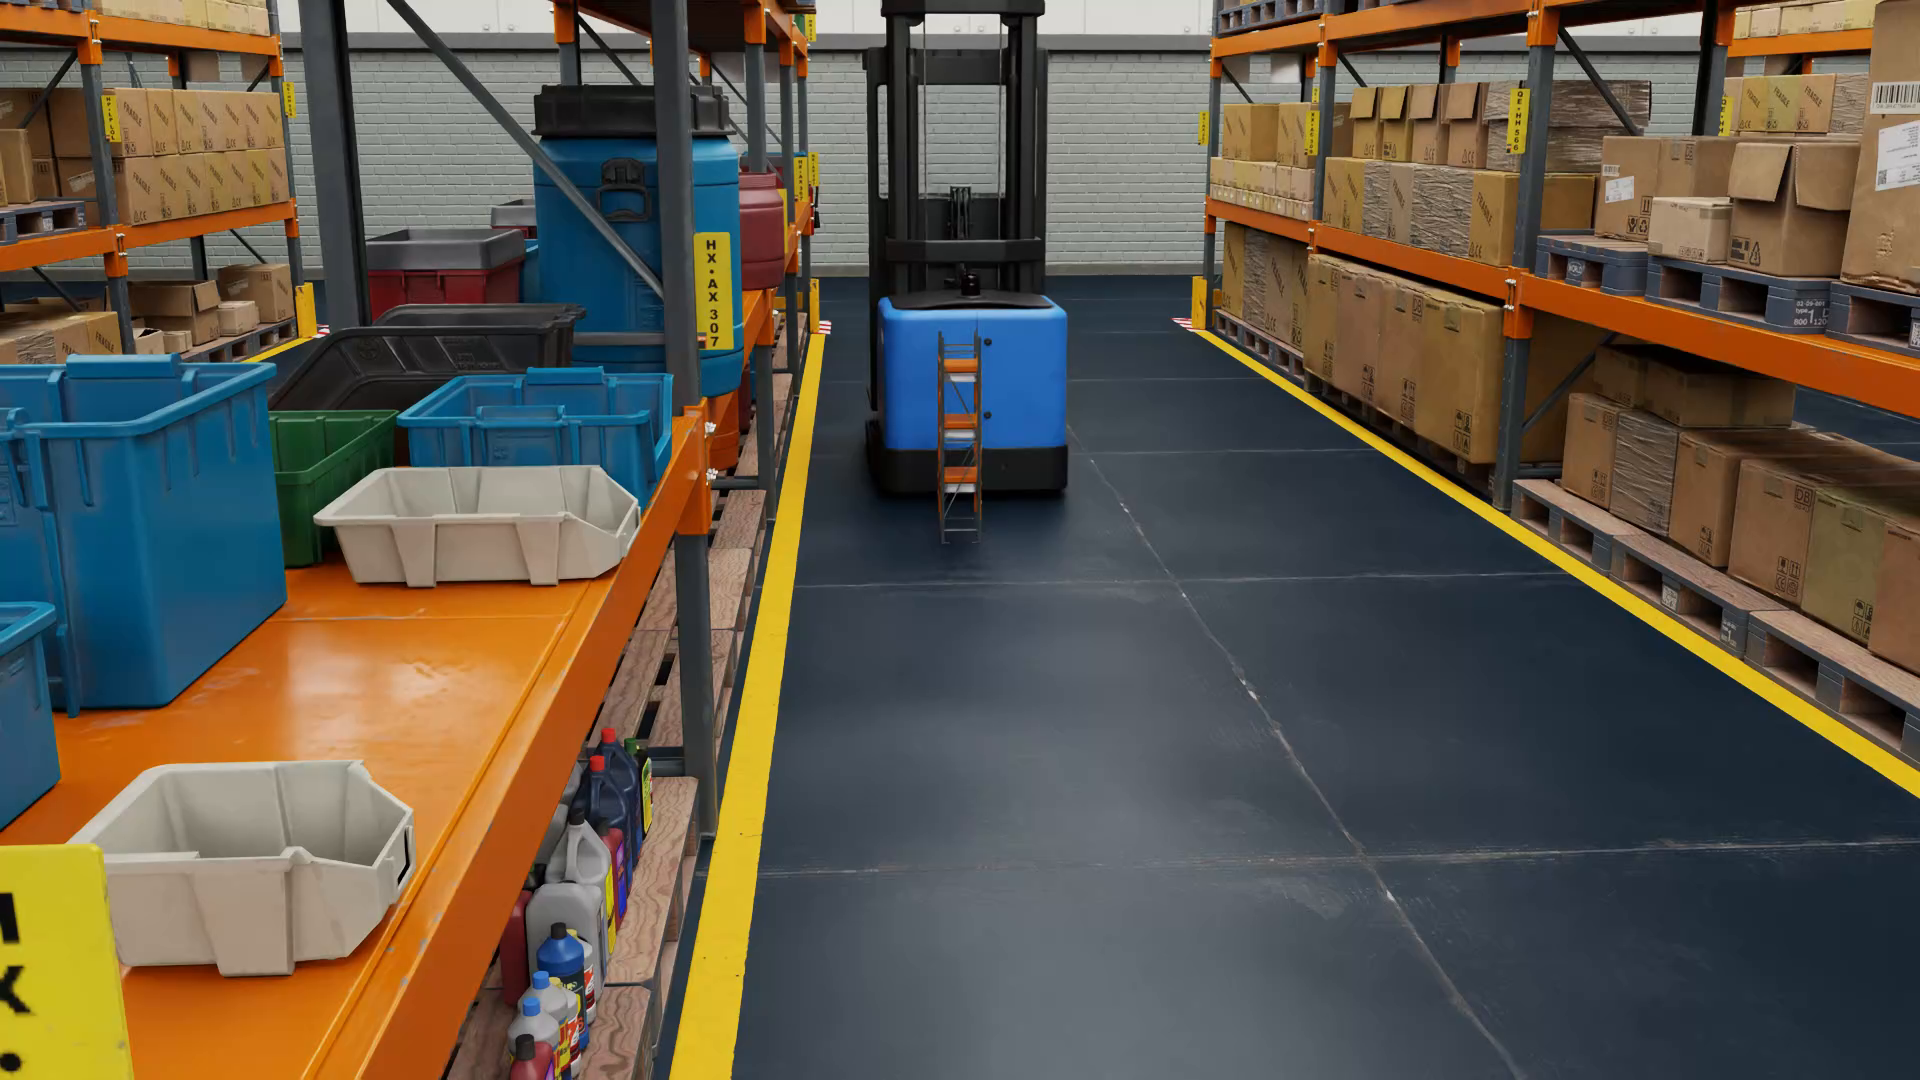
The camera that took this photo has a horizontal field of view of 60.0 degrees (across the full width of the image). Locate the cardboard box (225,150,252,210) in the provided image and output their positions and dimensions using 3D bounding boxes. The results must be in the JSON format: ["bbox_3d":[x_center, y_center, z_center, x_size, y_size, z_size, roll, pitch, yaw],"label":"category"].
[{"bbox_3d":[-6.566,-3.153,14.560,0.500,0.500,0.500,-1,14,-3],"label":"cardboard box"}]

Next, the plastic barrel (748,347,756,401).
[{"bbox_3d":[-1.674,-1.421,11.398,0.600,0.901,0.708,-1,14,-3],"label":"plastic barrel"}]

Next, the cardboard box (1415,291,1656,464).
[{"bbox_3d":[3.434,-0.973,9.711,1.225,0.875,0.875,-2,15,-6],"label":"cardboard box"}]

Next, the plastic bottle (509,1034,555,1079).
[{"bbox_3d":[-0.788,1.029,3.075,0.061,0.283,0.133,-1,14,-3],"label":"plastic bottle"}]

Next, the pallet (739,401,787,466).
[{"bbox_3d":[-1.650,-0.698,10.817,1.003,0.211,1.213,-1,14,-3],"label":"pallet"}]

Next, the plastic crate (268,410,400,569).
[{"bbox_3d":[-1.437,-0.111,3.364,0.450,0.188,0.662,-1,14,-3],"label":"plastic crate"}]

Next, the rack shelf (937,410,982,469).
[{"bbox_3d":[-0.003,-0.511,8.450,0.215,0.259,0.240,-1,14,-3],"label":"rack shelf"}]

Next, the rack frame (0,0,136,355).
[{"bbox_3d":[-6.679,-2.470,12.106,1.000,3.000,0.127,-1,14,-3],"label":"rack frame"}]

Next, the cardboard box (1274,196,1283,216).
[{"bbox_3d":[2.815,-2.763,13.749,0.380,0.149,0.250,-1,14,-2],"label":"cardboard box"}]

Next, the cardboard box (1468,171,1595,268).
[{"bbox_3d":[3.179,-1.794,9.280,0.500,0.500,0.500,0,14,-2],"label":"cardboard box"}]

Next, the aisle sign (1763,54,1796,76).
[{"bbox_3d":[8.212,-4.950,16.528,0.394,0.787,0.004,-1,14,-3],"label":"aisle sign"}]

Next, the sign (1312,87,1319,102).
[{"bbox_3d":[3.503,-4.297,16.409,0.100,0.325,0.005,-1,14,-3],"label":"sign"}]

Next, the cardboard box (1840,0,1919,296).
[{"bbox_3d":[3.795,-1.326,5.613,1.000,1.000,1.000,-1,14,-3],"label":"cardboard box"}]

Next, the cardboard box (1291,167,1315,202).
[{"bbox_3d":[2.919,-2.799,13.090,0.500,0.250,0.500,-1,14,-4],"label":"cardboard box"}]

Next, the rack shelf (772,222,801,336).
[{"bbox_3d":[-1.611,-1.700,10.556,1.077,0.370,4.000,-1,14,-3],"label":"rack shelf"}]

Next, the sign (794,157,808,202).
[{"bbox_3d":[-1.186,-2.688,12.397,0.100,0.325,0.005,-1,14,-3],"label":"sign"}]

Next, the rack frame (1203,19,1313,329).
[{"bbox_3d":[2.961,-3.617,16.563,1.000,3.000,0.127,-1,14,-3],"label":"rack frame"}]

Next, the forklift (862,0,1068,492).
[{"bbox_3d":[-0.040,-2.001,10.422,1.130,2.935,3.031,-1,14,-5],"label":"forklift"}]

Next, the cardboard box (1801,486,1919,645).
[{"bbox_3d":[3.677,0.093,6.278,0.700,0.500,0.500,-1,14,-4],"label":"cardboard box"}]

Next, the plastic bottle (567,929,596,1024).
[{"bbox_3d":[-0.839,0.939,3.588,0.097,0.201,0.097,0,14,0],"label":"plastic bottle"}]

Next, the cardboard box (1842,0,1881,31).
[{"bbox_3d":[7.814,-4.422,13.974,0.500,0.250,0.500,-1,14,-4],"label":"cardboard box"}]

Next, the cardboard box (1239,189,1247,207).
[{"bbox_3d":[2.736,-3.082,14.989,0.380,0.149,0.250,-1,14,-4],"label":"cardboard box"}]

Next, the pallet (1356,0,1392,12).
[{"bbox_3d":[3.315,-3.755,11.464,0.805,0.209,1.217,-1,15,-6],"label":"pallet"}]

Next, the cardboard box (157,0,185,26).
[{"bbox_3d":[-6.519,-4.224,13.203,0.500,0.250,0.500,-1,14,-3],"label":"cardboard box"}]

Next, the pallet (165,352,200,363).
[{"bbox_3d":[-6.720,-1.290,13.118,1.003,0.211,1.213,-1,14,-3],"label":"pallet"}]

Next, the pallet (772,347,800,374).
[{"bbox_3d":[-1.819,-1.377,13.456,1.003,0.211,1.213,-1,14,-3],"label":"pallet"}]

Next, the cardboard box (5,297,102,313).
[{"bbox_3d":[-6.997,-1.610,12.897,0.500,0.500,0.500,-1,14,-3],"label":"cardboard box"}]

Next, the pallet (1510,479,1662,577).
[{"bbox_3d":[3.503,-0.082,8.423,1.003,0.211,1.213,-1,14,-3],"label":"pallet"}]

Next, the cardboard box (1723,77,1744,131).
[{"bbox_3d":[7.680,-4.229,16.139,0.500,0.500,0.500,-1,14,-4],"label":"cardboard box"}]

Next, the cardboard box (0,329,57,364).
[{"bbox_3d":[-6.309,-1.106,10.940,0.500,0.500,0.500,-1,14,-3],"label":"cardboard box"}]

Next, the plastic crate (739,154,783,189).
[{"bbox_3d":[-1.540,-2.831,13.262,0.402,0.464,0.583,-1,14,-3],"label":"plastic crate"}]

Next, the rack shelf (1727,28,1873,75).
[{"bbox_3d":[8.041,-4.275,14.546,1.077,0.370,4.000,-1,14,-3],"label":"rack shelf"}]

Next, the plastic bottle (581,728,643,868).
[{"bbox_3d":[-0.912,0.670,4.337,0.144,0.351,0.185,-1,14,-5],"label":"plastic bottle"}]

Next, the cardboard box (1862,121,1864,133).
[{"bbox_3d":[7.829,-3.591,13.660,0.500,0.500,0.500,-1,14,-5],"label":"cardboard box"}]

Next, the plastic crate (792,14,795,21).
[{"bbox_3d":[-1.607,-4.355,13.943,0.437,0.136,0.530,-1,14,-3],"label":"plastic crate"}]

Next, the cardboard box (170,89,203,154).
[{"bbox_3d":[-6.491,-3.380,13.437,0.500,0.500,0.500,-1,14,-5],"label":"cardboard box"}]

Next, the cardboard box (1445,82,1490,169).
[{"bbox_3d":[3.390,-2.506,10.031,0.797,0.503,0.637,-1,14,-2],"label":"cardboard box"}]

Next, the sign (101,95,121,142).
[{"bbox_3d":[-6.125,-3.040,11.999,0.100,0.325,0.005,-1,14,-3],"label":"sign"}]

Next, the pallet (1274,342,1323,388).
[{"bbox_3d":[3.240,-1.462,13.784,1.003,0.211,1.213,-1,14,-3],"label":"pallet"}]

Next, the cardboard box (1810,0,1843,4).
[{"bbox_3d":[7.771,-4.796,14.424,0.500,0.250,0.500,-1,14,-6],"label":"cardboard box"}]

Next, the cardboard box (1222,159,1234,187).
[{"bbox_3d":[2.760,-3.435,15.563,0.500,0.250,0.500,-1,14,-4],"label":"cardboard box"}]

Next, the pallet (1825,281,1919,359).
[{"bbox_3d":[3.802,-0.732,5.736,1.003,0.211,1.213,-1,14,-3],"label":"pallet"}]

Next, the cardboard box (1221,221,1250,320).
[{"bbox_3d":[3.080,-2.633,16.162,0.875,0.875,0.875,-1,14,-3],"label":"cardboard box"}]

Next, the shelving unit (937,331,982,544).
[{"bbox_3d":[-0.003,-0.522,8.447,0.215,1.050,0.252,-1,14,-3],"label":"shelving unit"}]

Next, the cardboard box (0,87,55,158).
[{"bbox_3d":[-6.969,-3.124,12.442,0.500,0.500,0.500,-1,14,-3],"label":"cardboard box"}]

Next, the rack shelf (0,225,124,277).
[{"bbox_3d":[-6.555,-1.624,10.263,1.077,0.370,4.000,-1,14,-3],"label":"rack shelf"}]

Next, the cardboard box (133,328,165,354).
[{"bbox_3d":[-6.489,-1.489,12.805,0.500,0.311,0.500,-1,14,-3],"label":"cardboard box"}]

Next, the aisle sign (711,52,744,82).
[{"bbox_3d":[-2.284,-4.813,15.994,0.394,0.787,0.004,-1,14,-3],"label":"aisle sign"}]

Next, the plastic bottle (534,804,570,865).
[{"bbox_3d":[-1.046,0.762,4.128,0.152,0.276,0.135,-1,14,-3],"label":"plastic bottle"}]

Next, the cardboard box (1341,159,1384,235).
[{"bbox_3d":[3.020,-2.427,11.739,0.500,0.500,0.500,-1,14,-3],"label":"cardboard box"}]

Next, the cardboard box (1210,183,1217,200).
[{"bbox_3d":[2.653,-3.402,16.232,0.380,0.149,0.250,-1,14,-3],"label":"cardboard box"}]

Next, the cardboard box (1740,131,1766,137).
[{"bbox_3d":[7.728,-3.612,15.747,0.500,0.500,0.500,-1,14,-3],"label":"cardboard box"}]

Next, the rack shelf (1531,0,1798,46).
[{"bbox_3d":[3.580,-2.234,6.613,1.077,0.370,4.000,-1,14,-3],"label":"rack shelf"}]
